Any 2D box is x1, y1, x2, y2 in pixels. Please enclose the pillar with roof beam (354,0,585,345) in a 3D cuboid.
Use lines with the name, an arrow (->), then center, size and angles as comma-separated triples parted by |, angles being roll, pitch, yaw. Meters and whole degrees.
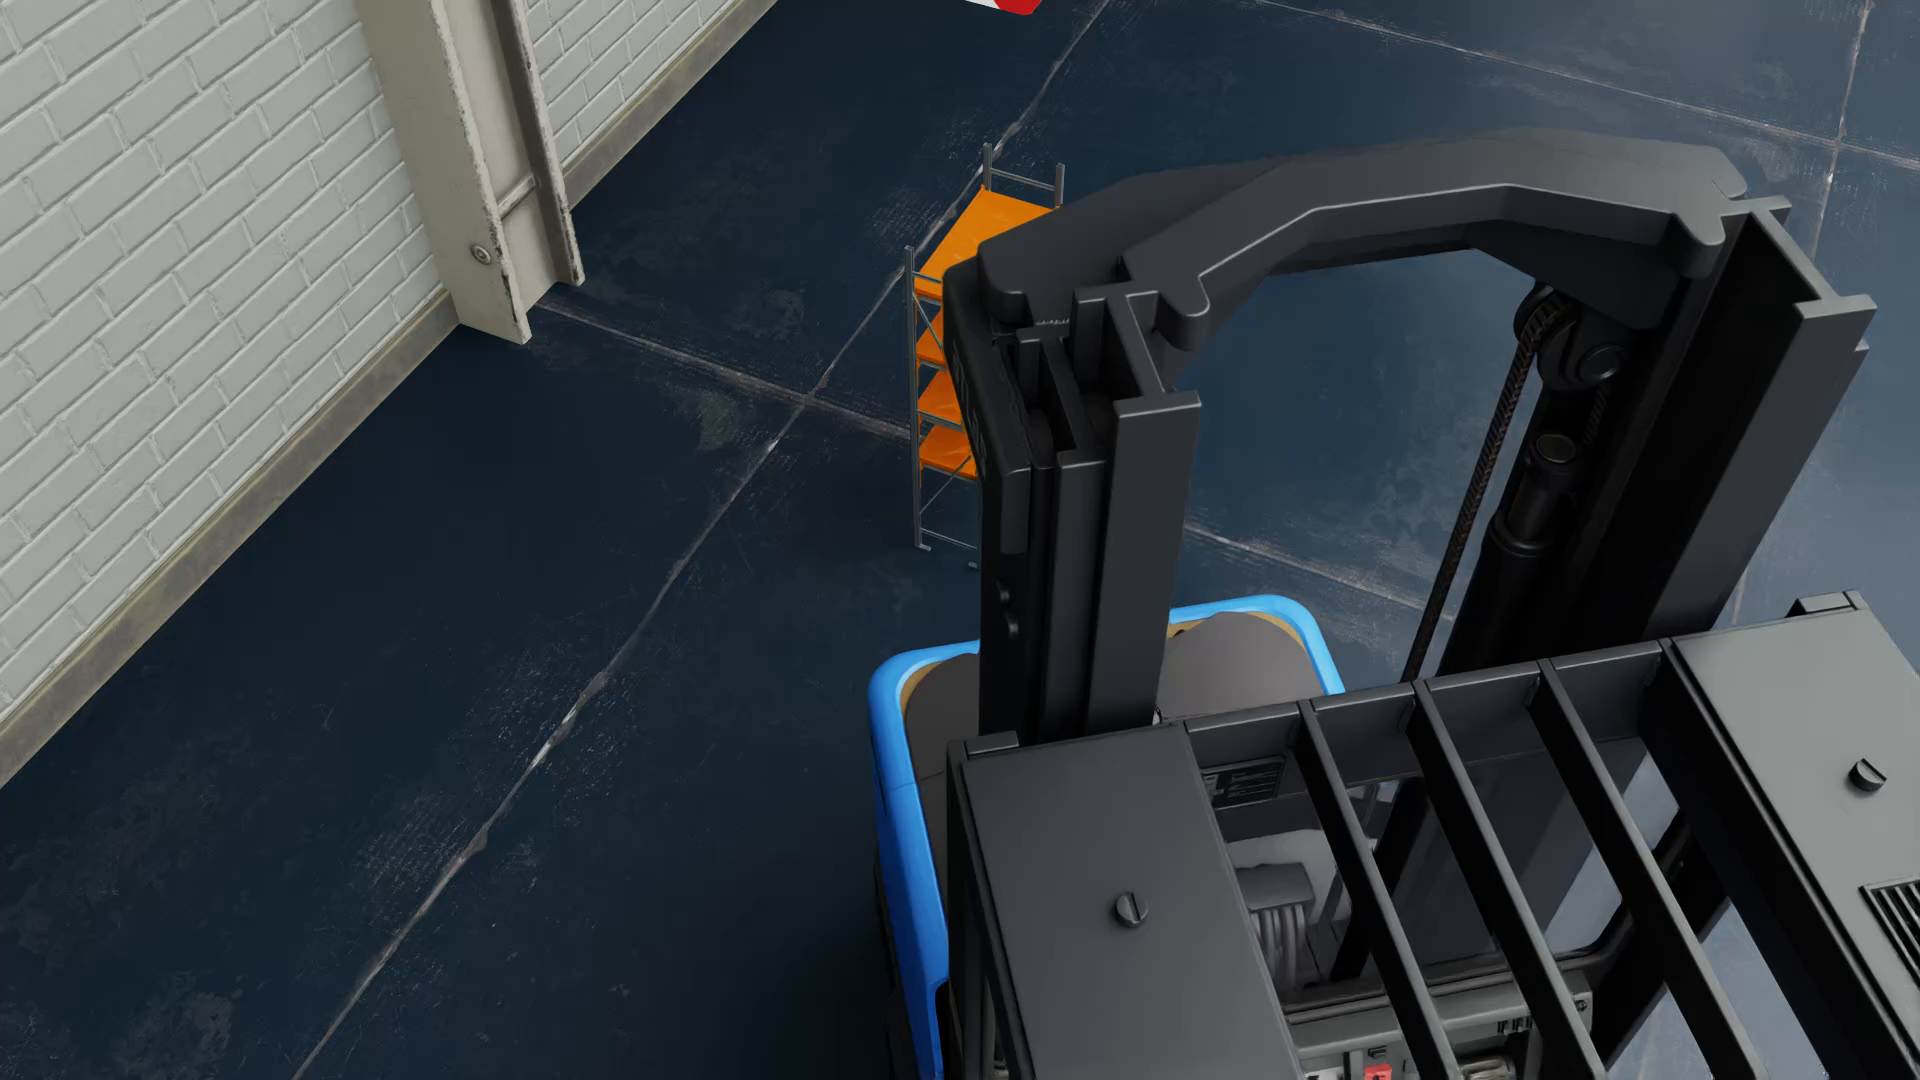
pillar with roof beam -> 2.307, -2.386, 1.371 | 9.100, 9.000, 0.400 | 20, 52, 16

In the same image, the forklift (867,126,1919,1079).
forklift -> 0.575, 1.031, 2.448 | 1.130, 2.935, 3.031 | -9, 50, -7

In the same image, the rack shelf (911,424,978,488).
rack shelf -> 0.071, -0.331, 5.092 | 0.258, 0.148, 0.480 | 20, 52, 16

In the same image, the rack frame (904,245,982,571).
rack frame -> -0.034, -0.335, 4.747 | 0.240, 1.200, 0.015 | 20, 52, 16

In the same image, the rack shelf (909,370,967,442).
rack shelf -> 0.071, -0.459, 4.941 | 0.258, 0.148, 0.480 | 20, 52, 16

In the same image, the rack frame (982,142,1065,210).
rack frame -> 0.175, -0.671, 5.033 | 0.240, 1.200, 0.015 | 20, 52, 16

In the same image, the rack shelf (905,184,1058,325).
rack shelf -> 0.071, -0.757, 4.591 | 0.258, 0.148, 0.480 | 20, 52, 16

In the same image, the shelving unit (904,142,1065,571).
shelving unit -> 0.071, -0.503, 4.890 | 0.258, 1.200, 0.503 | 20, 52, 16

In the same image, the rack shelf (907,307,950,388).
rack shelf -> 0.071, -0.604, 4.771 | 0.258, 0.148, 0.480 | 20, 52, 16
